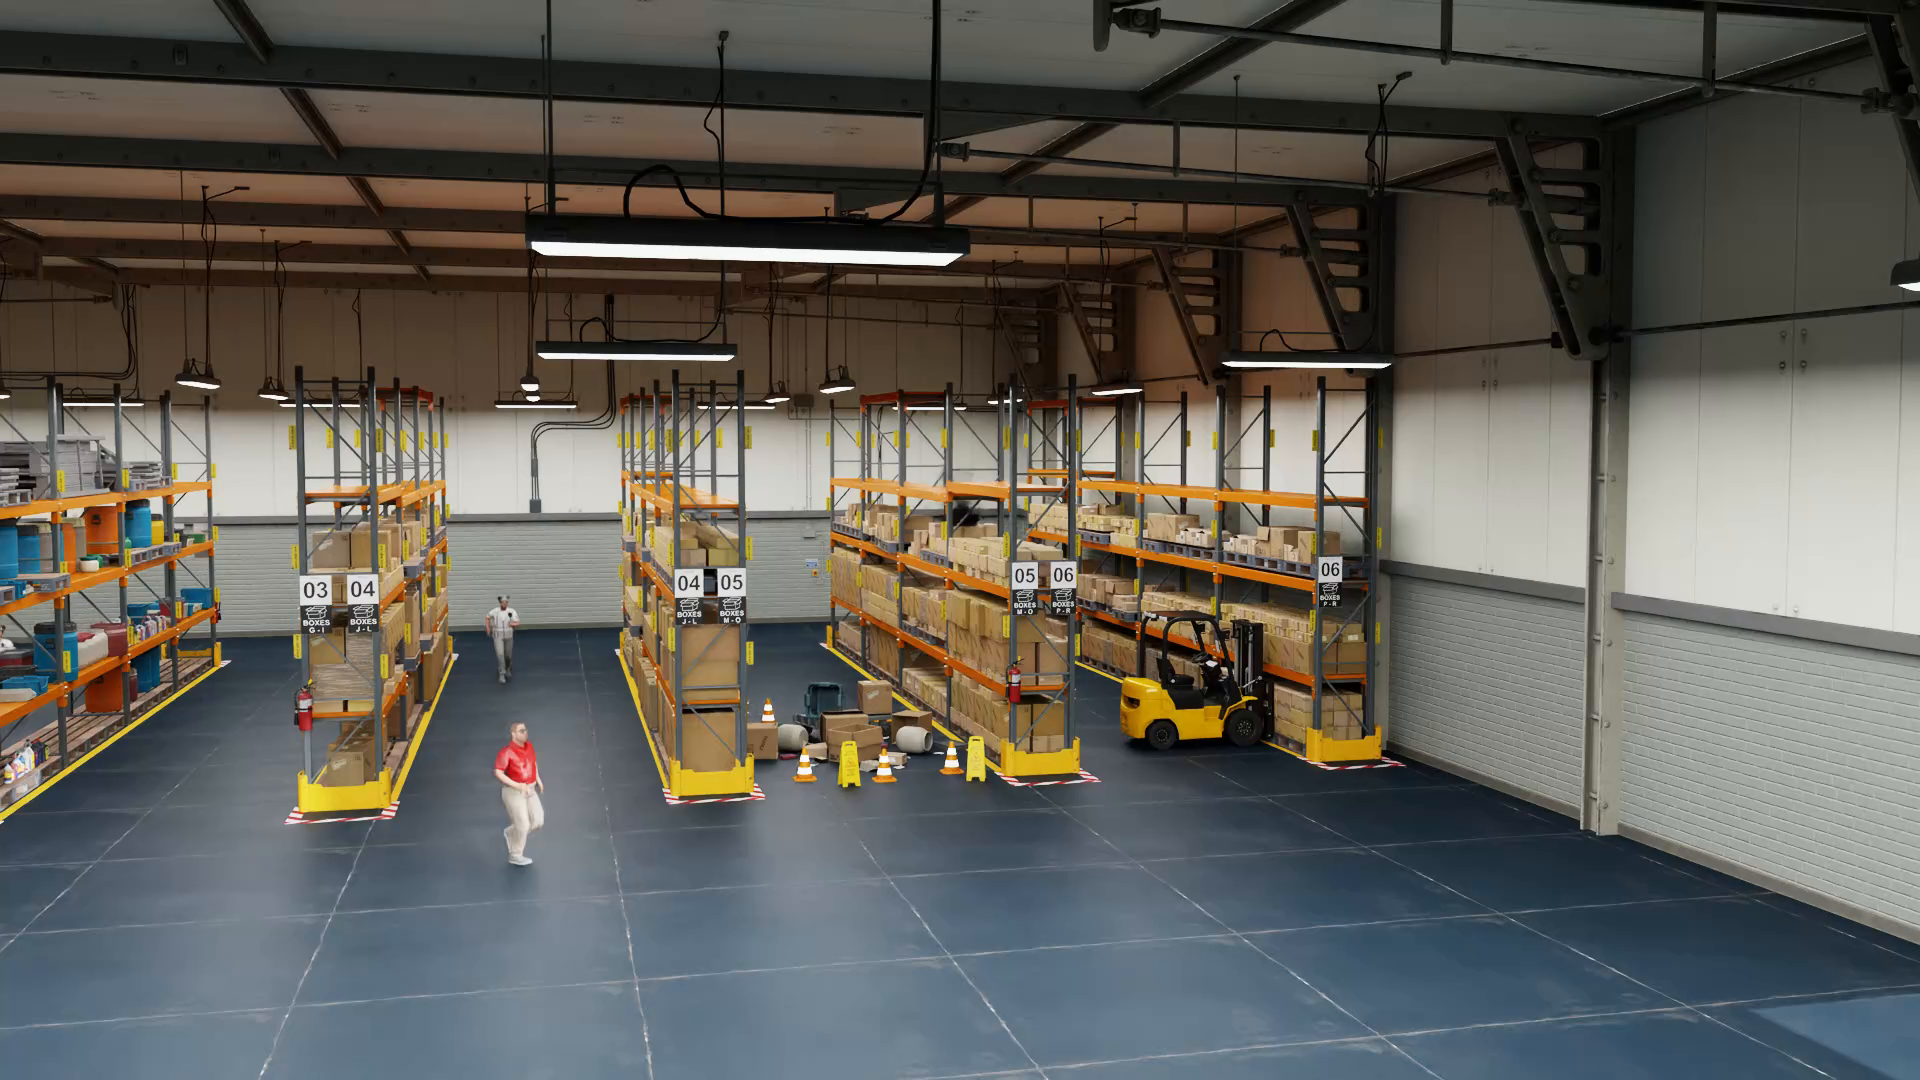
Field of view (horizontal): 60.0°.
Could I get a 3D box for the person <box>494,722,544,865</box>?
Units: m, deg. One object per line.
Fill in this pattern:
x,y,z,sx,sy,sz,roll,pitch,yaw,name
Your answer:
-5.213,2.982,19.654,0.629,1.671,0.713,2,4,26,person

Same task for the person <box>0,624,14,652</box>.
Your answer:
-17.304,2.369,29.941,0.597,1.747,0.718,-1,4,-17,person

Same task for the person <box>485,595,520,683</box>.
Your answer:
-9.540,2.030,34.746,0.677,1.768,1.007,-1,4,-22,person
